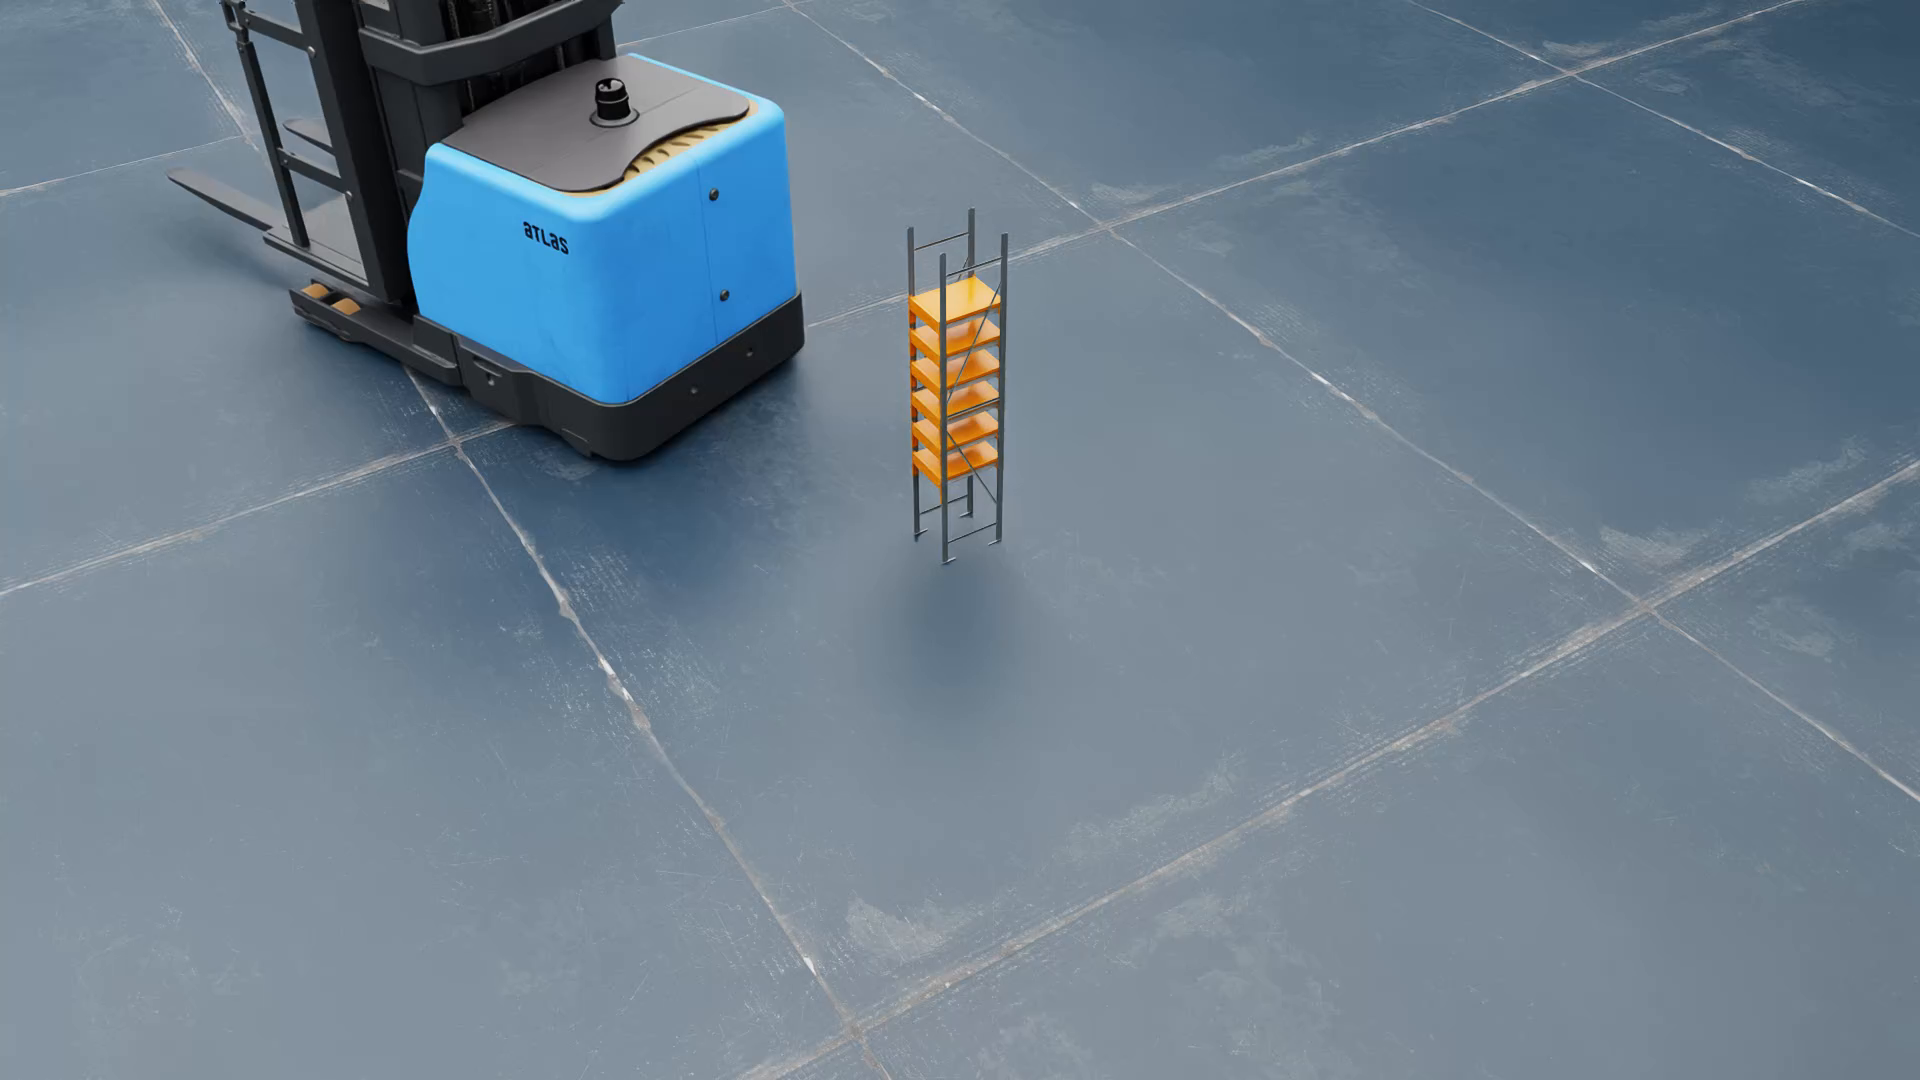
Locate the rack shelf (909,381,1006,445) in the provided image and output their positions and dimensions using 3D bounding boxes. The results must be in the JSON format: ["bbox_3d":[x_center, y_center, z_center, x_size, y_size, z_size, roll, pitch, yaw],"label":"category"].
[{"bbox_3d":[-0.008,-0.435,5.404,0.258,0.103,0.180,-22,45,-24],"label":"rack shelf"}]

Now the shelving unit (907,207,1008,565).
[{"bbox_3d":[-0.008,-0.469,5.375,0.258,1.200,0.189,-22,45,-24],"label":"shelving unit"}]

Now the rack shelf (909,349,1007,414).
[{"bbox_3d":[-0.008,-0.527,5.327,0.258,0.103,0.180,-22,45,-24],"label":"rack shelf"}]

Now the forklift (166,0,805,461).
[{"bbox_3d":[-2.100,-2.175,6.071,3.031,2.935,1.130,25,46,27],"label":"forklift"}]

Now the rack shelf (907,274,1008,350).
[{"bbox_3d":[-0.008,-0.711,5.173,0.258,0.103,0.180,-22,45,-24],"label":"rack shelf"}]

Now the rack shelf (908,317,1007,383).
[{"bbox_3d":[-0.008,-0.619,5.250,0.258,0.103,0.180,-22,45,-24],"label":"rack shelf"}]

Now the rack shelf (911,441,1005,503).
[{"bbox_3d":[-0.008,-0.250,5.557,0.258,0.103,0.180,-22,45,-24],"label":"rack shelf"}]

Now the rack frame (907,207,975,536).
[{"bbox_3d":[-0.057,-0.518,5.435,0.240,1.200,0.006,-22,45,-24],"label":"rack frame"}]

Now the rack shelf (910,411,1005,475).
[{"bbox_3d":[-0.008,-0.342,5.481,0.258,0.103,0.180,-22,45,-24],"label":"rack shelf"}]

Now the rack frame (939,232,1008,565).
[{"bbox_3d":[0.041,-0.419,5.316,0.240,1.200,0.006,-22,45,-24],"label":"rack frame"}]
